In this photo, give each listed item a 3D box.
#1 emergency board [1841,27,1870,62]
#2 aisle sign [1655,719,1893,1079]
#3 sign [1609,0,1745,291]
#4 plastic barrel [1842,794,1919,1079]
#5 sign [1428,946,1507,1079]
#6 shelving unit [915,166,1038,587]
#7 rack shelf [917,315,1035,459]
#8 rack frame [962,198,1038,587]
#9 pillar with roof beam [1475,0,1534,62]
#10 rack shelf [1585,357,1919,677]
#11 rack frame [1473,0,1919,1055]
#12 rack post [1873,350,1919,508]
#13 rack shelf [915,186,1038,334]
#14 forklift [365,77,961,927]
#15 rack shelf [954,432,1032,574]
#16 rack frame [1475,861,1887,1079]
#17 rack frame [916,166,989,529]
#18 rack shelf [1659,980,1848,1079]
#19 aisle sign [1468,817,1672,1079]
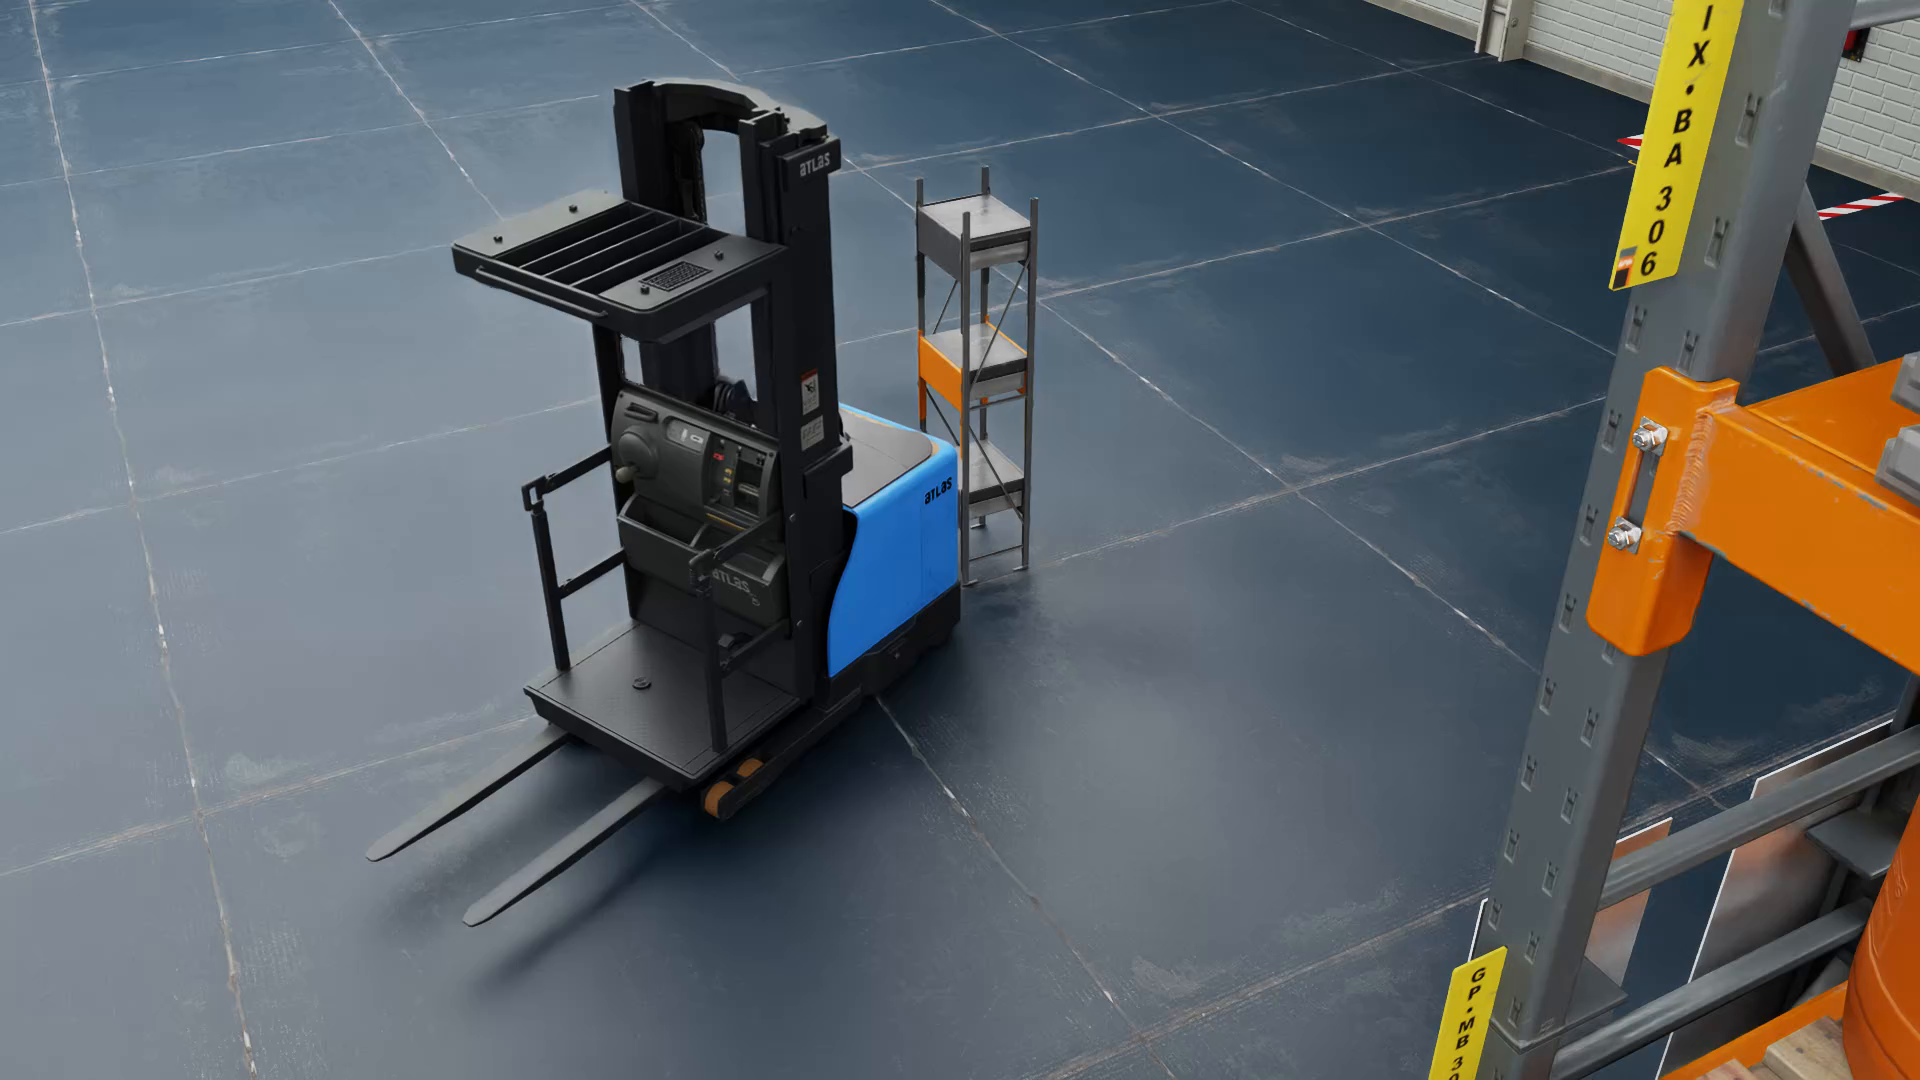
[{"bbox_3d":[7.189,-4.550,13.571,0.194,1.169,0.643,-16,36,-23],"label":"emergency board"},{"bbox_3d":[1.478,0.674,3.007,0.394,0.787,0.004,-16,36,-23],"label":"aisle sign"},{"bbox_3d":[0.760,-0.424,1.764,0.100,0.325,0.005,-16,36,-23],"label":"sign"},{"bbox_3d":[1.588,0.457,2.188,0.600,0.830,0.708,-16,36,-23],"label":"plastic barrel"},{"bbox_3d":[0.760,0.747,2.514,0.100,0.325,0.005,-16,36,-23],"label":"sign"},{"bbox_3d":[0.077,-0.805,8.560,0.431,2.100,0.503,-16,36,-23],"label":"shelving unit"},{"bbox_3d":[0.077,-0.794,8.568,0.431,0.518,0.480,-16,36,-23],"label":"rack shelf"},{"bbox_3d":[0.191,-0.689,8.379,0.400,2.100,0.015,-16,36,-23],"label":"rack frame"},{"bbox_3d":[1.701,-7.668,12.876,9.100,9.000,0.400,-16,36,-23],"label":"pillar with roof beam"},{"bbox_3d":[2.181,0.777,0.732,1.077,0.370,4.000,-16,36,-23],"label":"rack shelf"},{"bbox_3d":[1.249,-0.648,1.920,1.000,3.000,0.127,-16,36,-23],"label":"rack frame"},{"bbox_3d":[1.489,-0.045,1.442,0.937,0.300,0.954,-12,35,-18],"label":"rack post"},{"bbox_3d":[0.077,-1.383,8.190,0.431,0.518,0.480,-16,36,-23],"label":"rack shelf"},{"bbox_3d":[-1.275,-0.302,7.005,1.130,2.935,3.031,22,39,30],"label":"forklift"},{"bbox_3d":[0.077,-0.204,8.945,0.431,0.518,0.480,-16,36,-23],"label":"rack shelf"},{"bbox_3d":[1.249,1.878,3.539,1.000,3.000,0.127,-16,36,-23],"label":"rack frame"},{"bbox_3d":[-0.037,-0.922,8.742,0.400,2.100,0.015,-16,36,-23],"label":"rack frame"},{"bbox_3d":[2.181,1.872,1.434,1.077,0.370,4.000,-16,36,-23],"label":"rack shelf"},{"bbox_3d":[0.956,0.822,2.776,0.394,0.787,0.004,-16,36,-23],"label":"aisle sign"}]
